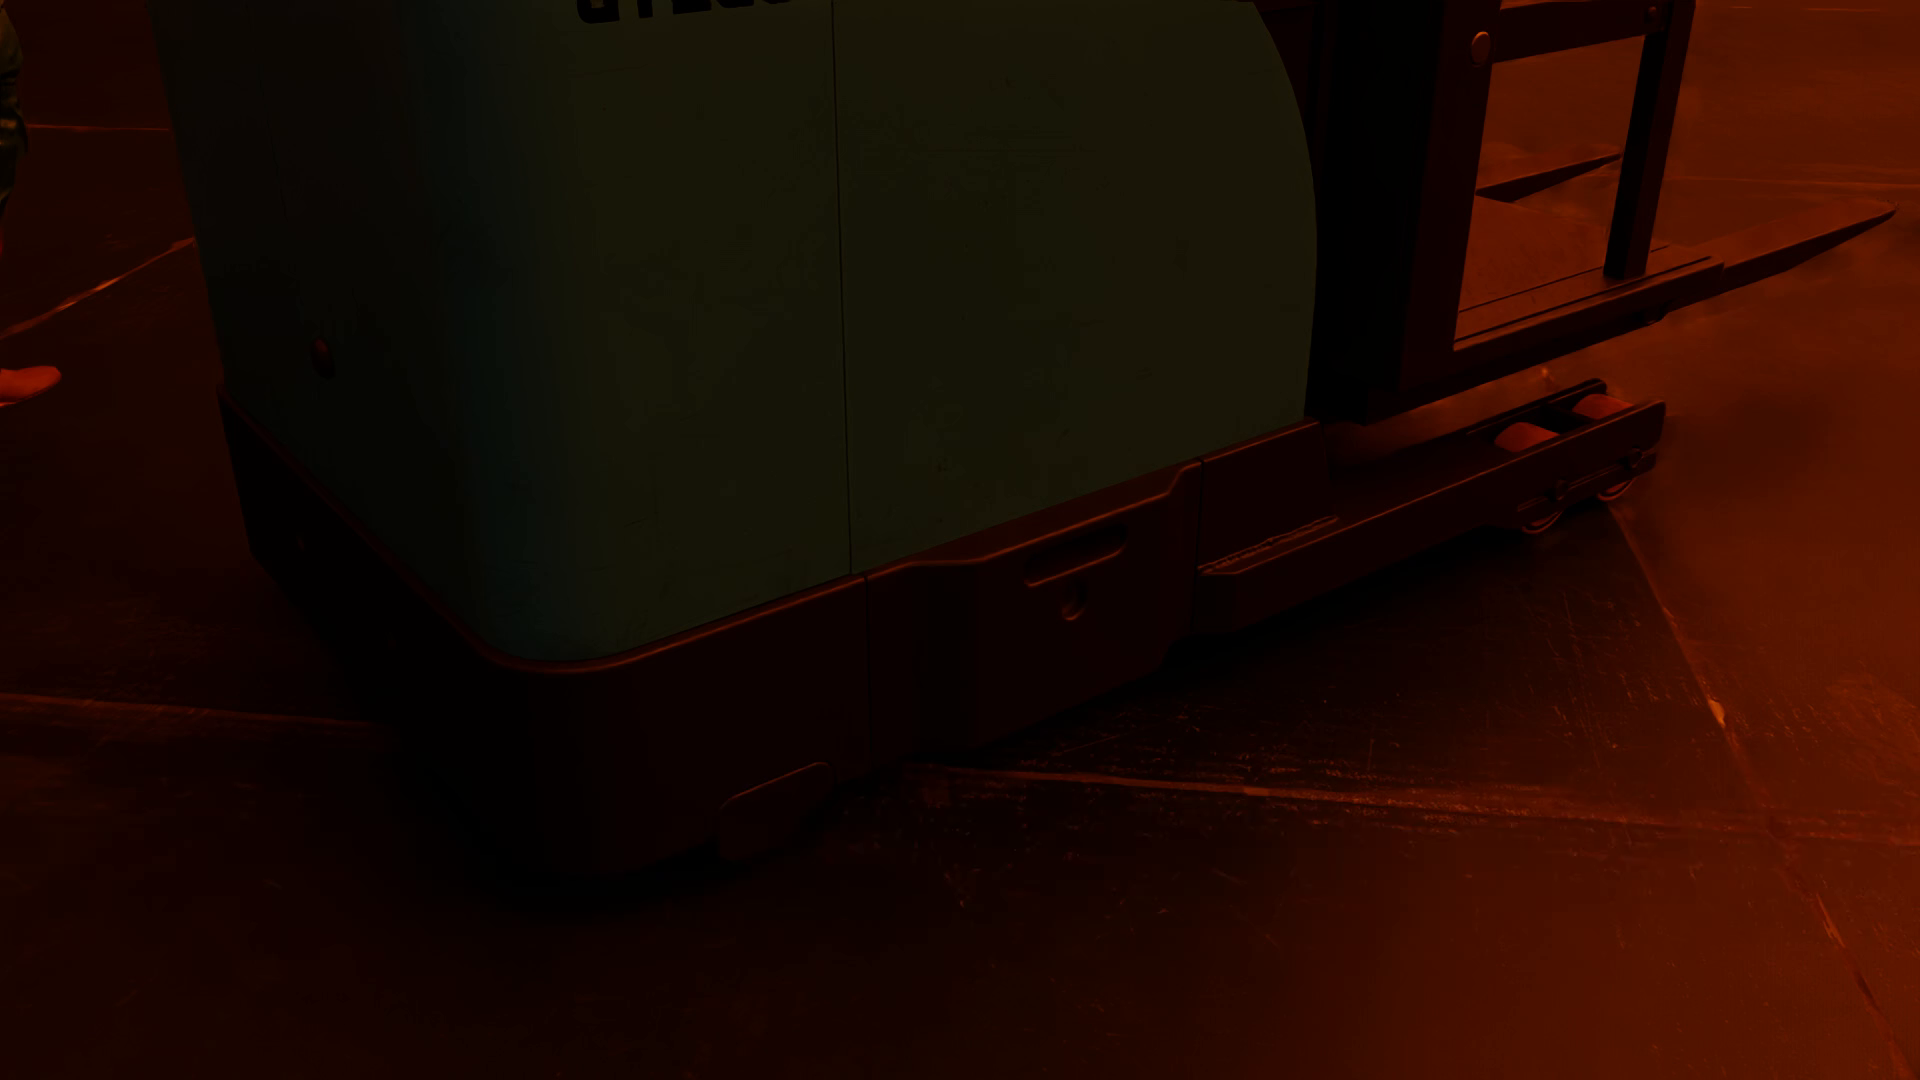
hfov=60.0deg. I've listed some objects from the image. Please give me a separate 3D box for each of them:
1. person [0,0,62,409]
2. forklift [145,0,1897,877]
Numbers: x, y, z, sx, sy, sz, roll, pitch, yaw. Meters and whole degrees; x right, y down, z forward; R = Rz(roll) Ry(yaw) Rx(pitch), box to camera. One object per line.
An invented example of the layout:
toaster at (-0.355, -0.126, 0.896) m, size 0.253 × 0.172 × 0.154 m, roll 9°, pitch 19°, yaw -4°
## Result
person at (-1.860, -1.067, 2.733) m, size 0.868 × 1.749 × 0.464 m, roll 8°, pitch 28°, yaw 16°
forklift at (0.482, -1.488, 2.199) m, size 3.031 × 2.935 × 1.130 m, roll -19°, pitch 32°, yaw -33°
